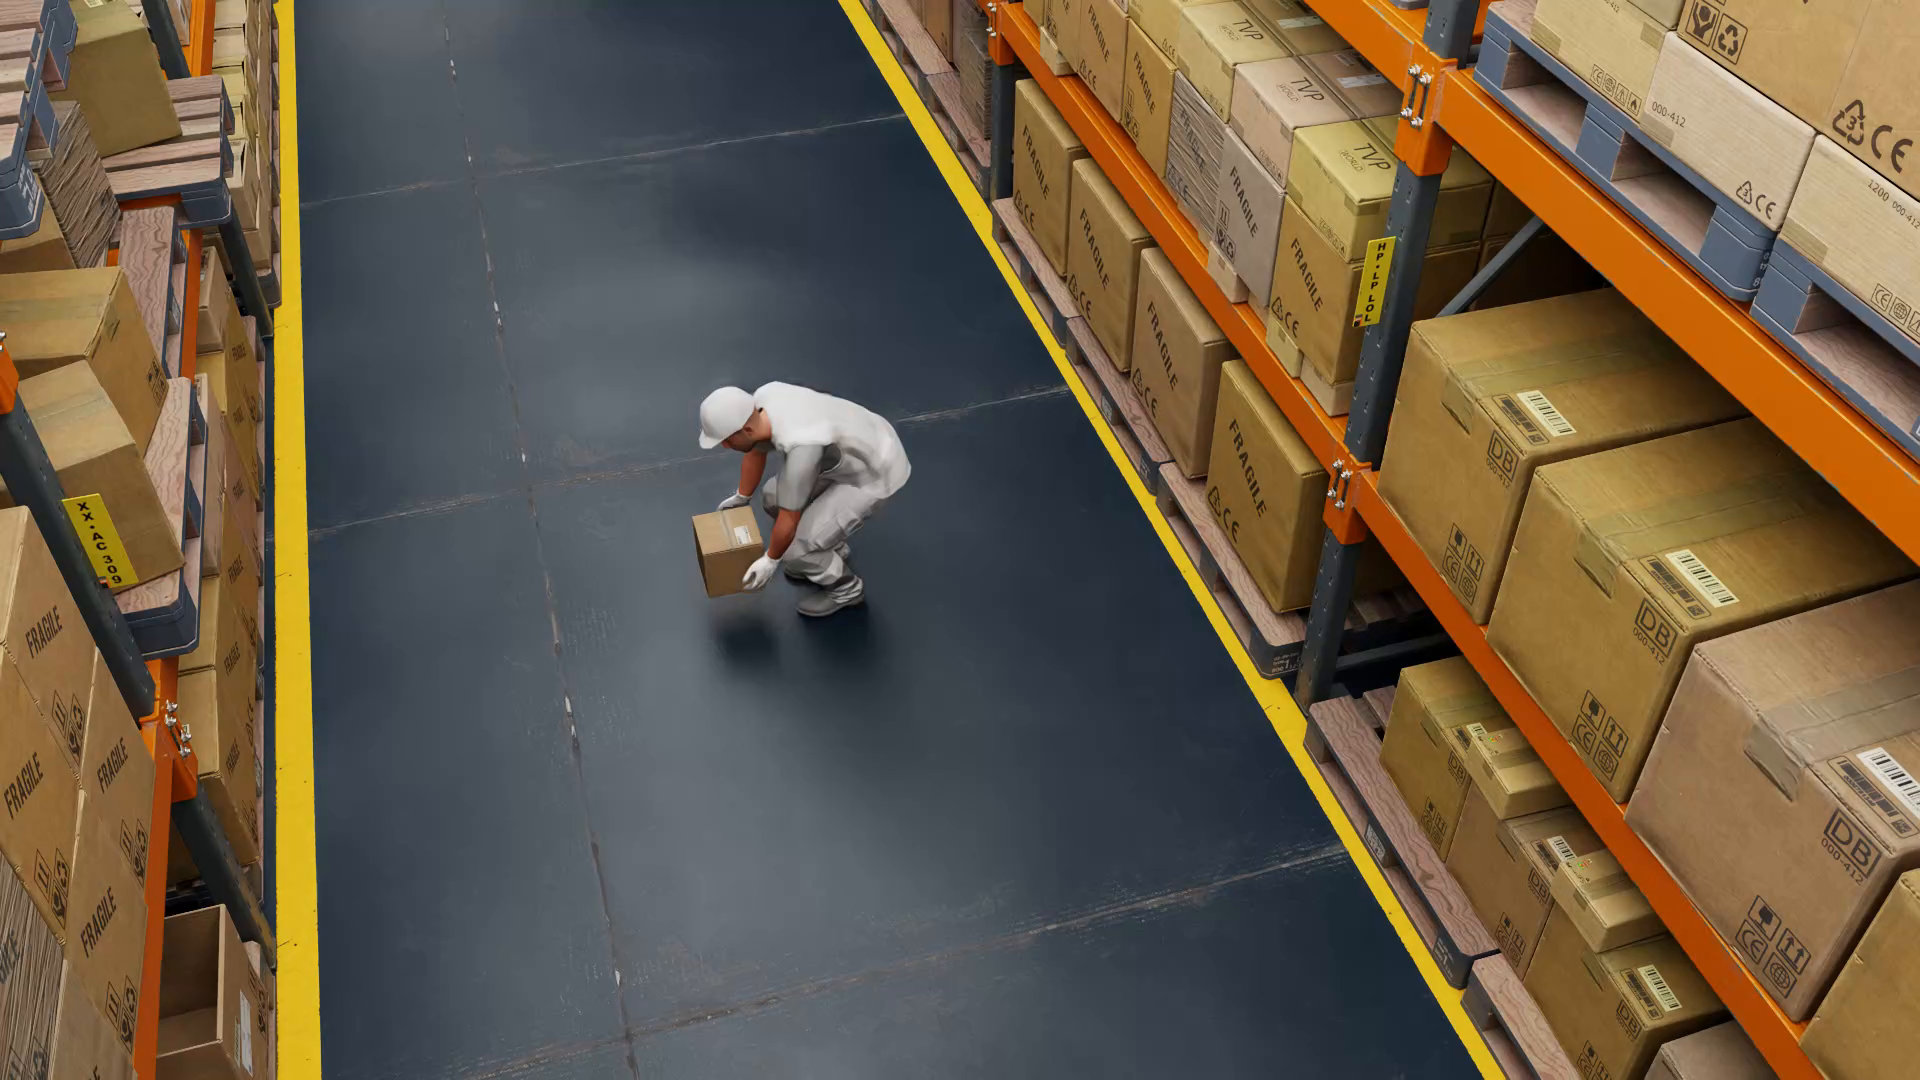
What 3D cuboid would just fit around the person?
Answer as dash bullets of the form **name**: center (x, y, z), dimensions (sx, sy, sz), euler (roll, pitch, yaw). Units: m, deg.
- **person**: center (-0.615, -0.197, 6.815), dimensions (0.844, 1.186, 0.581), euler (-12, 43, -13)
